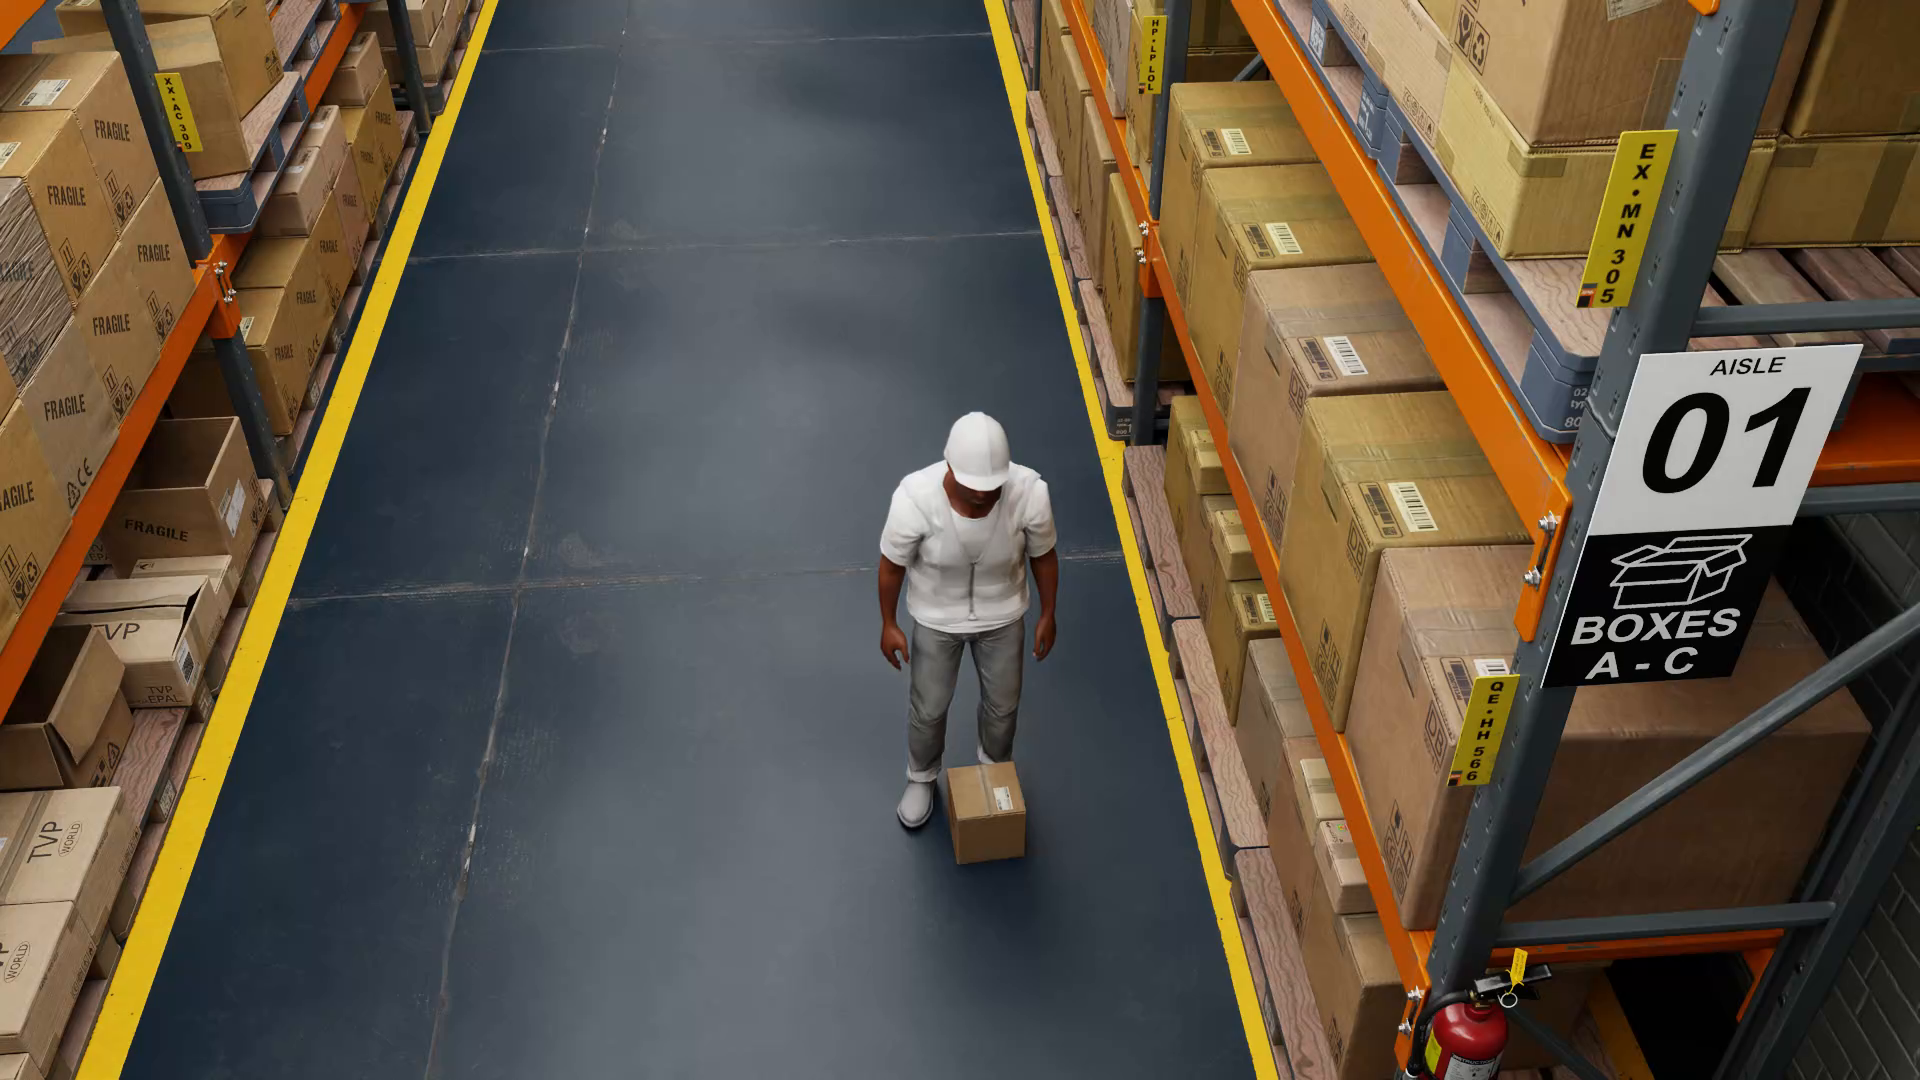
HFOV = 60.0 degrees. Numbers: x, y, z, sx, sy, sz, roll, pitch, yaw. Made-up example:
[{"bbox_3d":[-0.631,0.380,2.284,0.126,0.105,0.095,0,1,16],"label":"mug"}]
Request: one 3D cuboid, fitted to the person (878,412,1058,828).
[{"bbox_3d":[0.031,0.275,5.798,0.627,1.761,0.456,-4,39,-5],"label":"person"}]
